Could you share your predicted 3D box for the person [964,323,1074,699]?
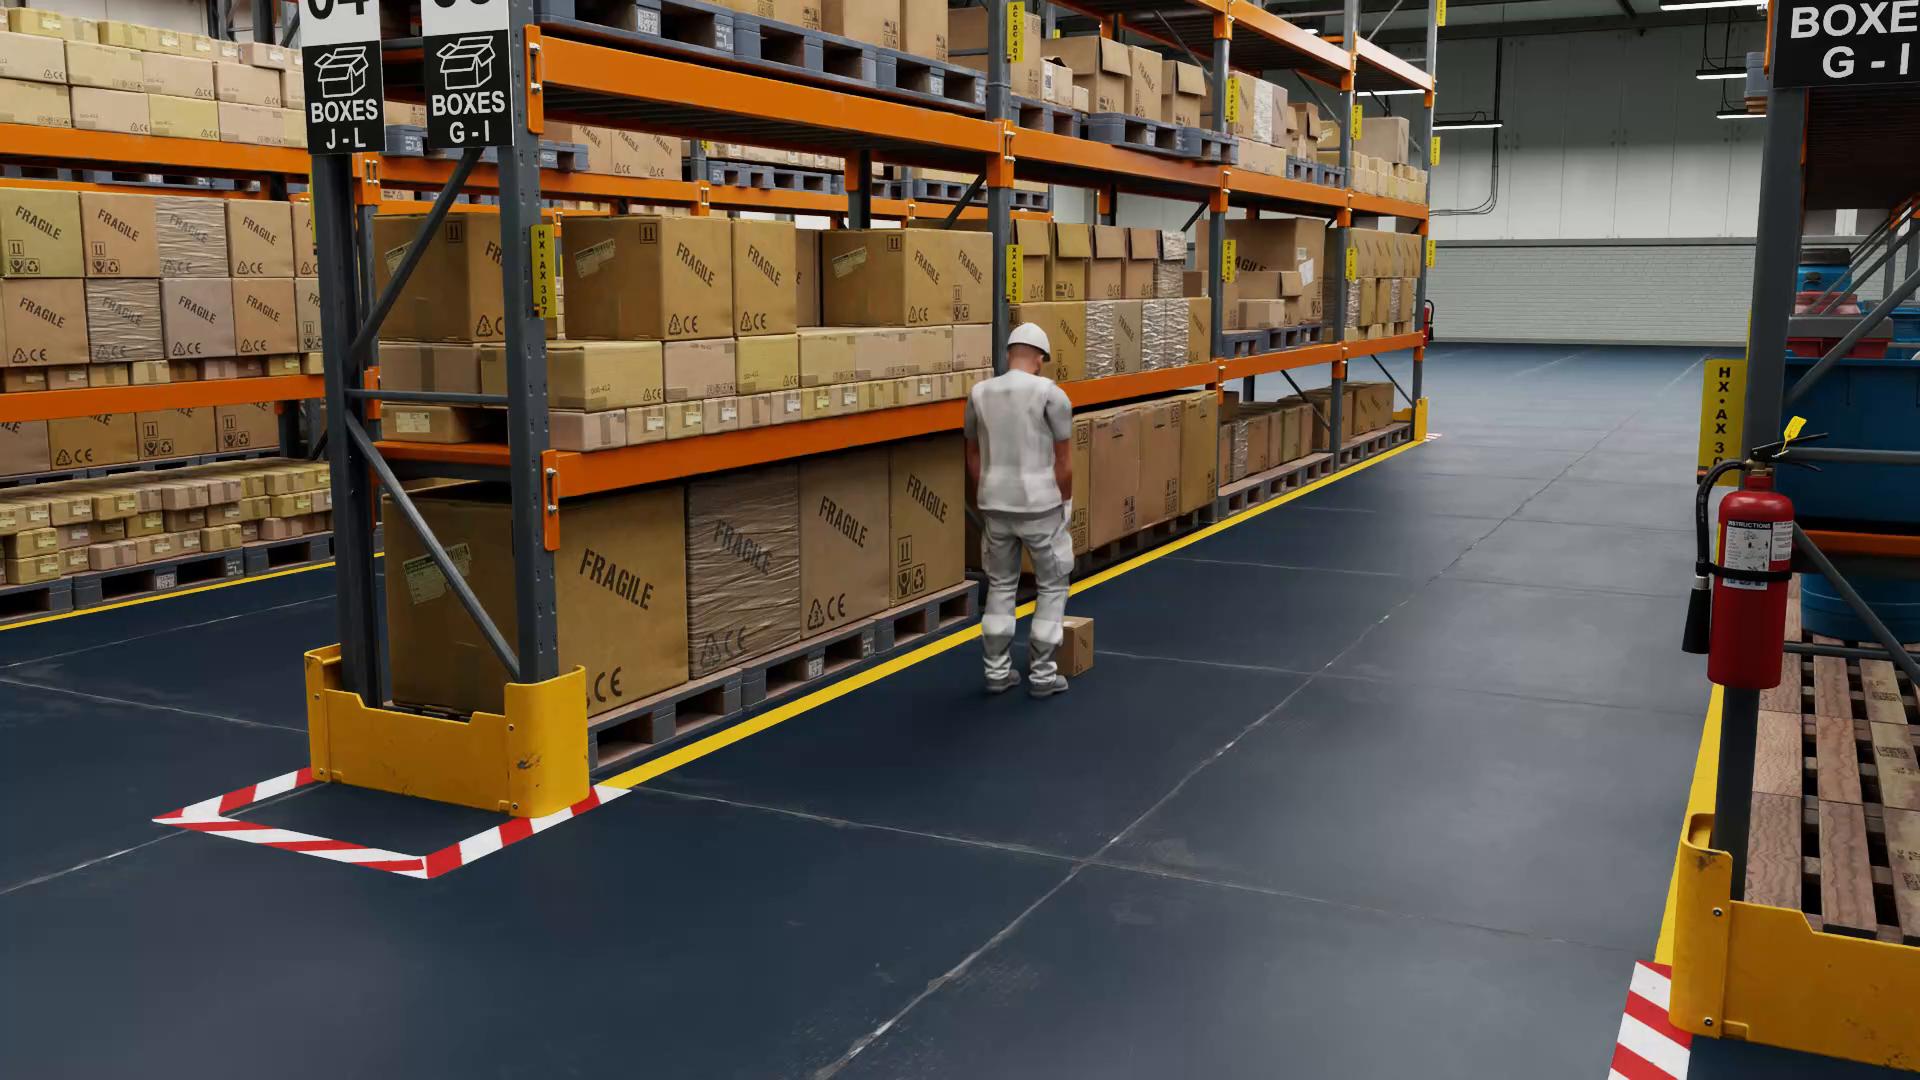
[{"bbox_3d":[0.289,-0.144,7.851,0.539,1.744,0.443,5,10,27],"label":"person"}]
